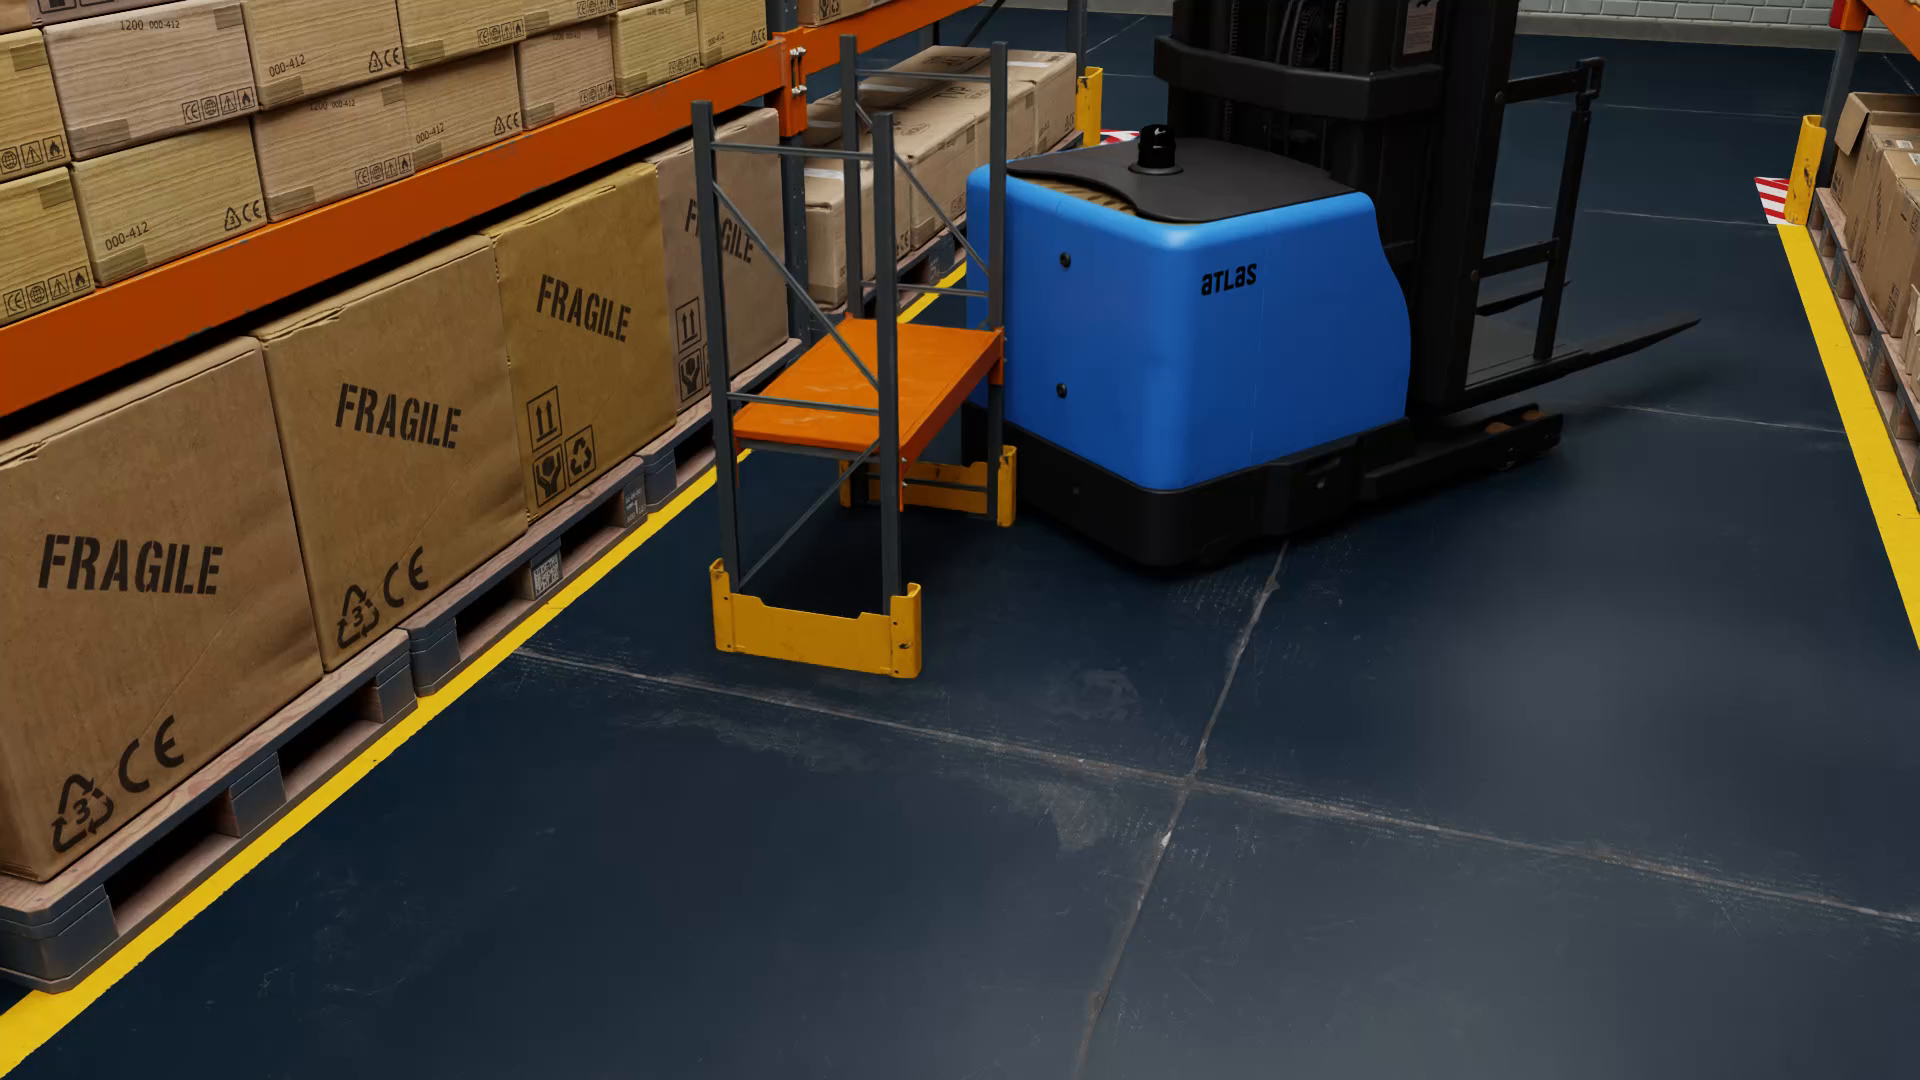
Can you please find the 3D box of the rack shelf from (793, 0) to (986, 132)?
[{"bbox_3d":[-0.416,-2.577,7.957,1.077,0.370,4.000,9,27,17],"label":"rack shelf"}]

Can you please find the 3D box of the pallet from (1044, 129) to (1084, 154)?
[{"bbox_3d":[0.057,-2.128,9.403,1.003,0.211,1.213,9,27,17],"label":"pallet"}]

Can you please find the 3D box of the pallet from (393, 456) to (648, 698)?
[{"bbox_3d":[-1.672,0.007,4.994,1.003,0.211,1.213,9,27,17],"label":"pallet"}]

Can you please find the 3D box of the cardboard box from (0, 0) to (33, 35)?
[{"bbox_3d":[-2.018,-1.098,2.813,0.500,0.500,0.500,8,27,16],"label":"cardboard box"}]

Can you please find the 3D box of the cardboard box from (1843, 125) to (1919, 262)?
[{"bbox_3d":[4.317,-1.485,7.263,0.700,0.500,0.500,10,28,20],"label":"cardboard box"}]

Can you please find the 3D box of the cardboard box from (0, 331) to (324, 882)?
[{"bbox_3d":[-2.104,0.060,3.640,0.875,0.875,0.875,8,27,17],"label":"cardboard box"}]

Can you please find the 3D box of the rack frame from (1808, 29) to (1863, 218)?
[{"bbox_3d":[4.932,-3.005,8.014,1.000,3.000,0.127,9,27,17],"label":"rack frame"}]

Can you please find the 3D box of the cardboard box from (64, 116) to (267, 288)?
[{"bbox_3d":[-1.858,-0.746,3.521,0.500,0.250,0.500,8,27,16],"label":"cardboard box"}]

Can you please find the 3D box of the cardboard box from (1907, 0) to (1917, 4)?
[{"bbox_3d":[4.088,-2.274,6.793,0.380,0.149,0.250,8,27,16],"label":"cardboard box"}]

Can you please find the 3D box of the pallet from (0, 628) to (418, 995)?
[{"bbox_3d":[-2.079,0.507,3.962,1.003,0.211,1.213,9,27,17],"label":"pallet"}]

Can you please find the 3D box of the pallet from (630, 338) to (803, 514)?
[{"bbox_3d":[-1.267,-0.496,6.033,1.003,0.211,1.213,9,27,17],"label":"pallet"}]

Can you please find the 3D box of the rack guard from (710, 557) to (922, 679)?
[{"bbox_3d":[-0.393,0.211,4.527,0.587,0.250,0.087,7,27,15],"label":"rack guard"}]

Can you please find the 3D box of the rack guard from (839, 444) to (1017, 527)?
[{"bbox_3d":[-0.108,-0.205,5.386,0.587,0.250,0.087,7,27,15],"label":"rack guard"}]

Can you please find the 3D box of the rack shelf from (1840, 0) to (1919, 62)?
[{"bbox_3d":[4.266,-1.859,6.473,1.077,0.370,4.000,9,27,17],"label":"rack shelf"}]

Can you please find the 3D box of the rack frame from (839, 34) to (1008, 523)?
[{"bbox_3d":[-0.107,-0.768,5.114,0.500,1.500,0.032,7,27,15],"label":"rack frame"}]

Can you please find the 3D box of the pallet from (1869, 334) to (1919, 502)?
[{"bbox_3d":[3.830,-0.388,5.809,1.003,0.211,1.213,9,27,17],"label":"pallet"}]

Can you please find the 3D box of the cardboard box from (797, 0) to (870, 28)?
[{"bbox_3d":[-0.678,-2.279,6.401,0.500,0.500,0.500,10,27,19],"label":"cardboard box"}]

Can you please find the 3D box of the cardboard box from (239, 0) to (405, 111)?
[{"bbox_3d":[-1.661,-1.181,3.845,0.500,0.250,0.500,9,27,17],"label":"cardboard box"}]

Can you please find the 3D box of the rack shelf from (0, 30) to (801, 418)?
[{"bbox_3d":[-1.747,-0.934,4.562,1.077,0.370,4.000,9,27,17],"label":"rack shelf"}]

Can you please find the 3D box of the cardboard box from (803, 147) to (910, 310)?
[{"bbox_3d":[-0.771,-1.358,7.070,0.875,0.438,0.875,8,27,17],"label":"cardboard box"}]

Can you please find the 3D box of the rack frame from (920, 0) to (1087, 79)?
[{"bbox_3d":[0.250,-3.723,9.497,1.000,3.000,0.127,9,27,17],"label":"rack frame"}]

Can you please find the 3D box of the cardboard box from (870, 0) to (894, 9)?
[{"bbox_3d":[-0.507,-2.485,6.826,0.500,0.500,0.500,9,27,18],"label":"cardboard box"}]

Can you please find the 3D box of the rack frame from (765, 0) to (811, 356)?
[{"bbox_3d":[-1.082,-2.079,6.102,1.000,3.000,0.127,9,27,17],"label":"rack frame"}]

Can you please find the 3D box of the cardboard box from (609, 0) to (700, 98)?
[{"bbox_3d":[-1.164,-1.582,5.247,0.500,0.250,0.500,8,27,17],"label":"cardboard box"}]

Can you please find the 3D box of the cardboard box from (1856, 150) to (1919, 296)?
[{"bbox_3d":[4.047,-1.283,6.844,0.500,0.500,0.500,9,27,18],"label":"cardboard box"}]

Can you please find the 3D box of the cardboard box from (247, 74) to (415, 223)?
[{"bbox_3d":[-1.678,-0.961,3.965,0.500,0.250,0.500,10,27,19],"label":"cardboard box"}]

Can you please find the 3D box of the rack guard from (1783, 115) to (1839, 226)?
[{"bbox_3d":[4.906,-1.849,8.494,1.175,0.500,0.348,9,27,17],"label":"rack guard"}]

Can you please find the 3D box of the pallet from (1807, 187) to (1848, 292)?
[{"bbox_3d":[4.642,-1.391,7.880,1.003,0.211,1.213,9,27,17],"label":"pallet"}]

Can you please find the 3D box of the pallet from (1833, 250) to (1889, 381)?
[{"bbox_3d":[4.234,-0.891,6.848,1.003,0.211,1.213,9,27,17],"label":"pallet"}]

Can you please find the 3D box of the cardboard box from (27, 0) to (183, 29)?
[{"bbox_3d":[-1.862,-1.303,3.237,0.500,0.500,0.500,9,27,18],"label":"cardboard box"}]

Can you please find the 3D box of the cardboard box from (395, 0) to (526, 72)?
[{"bbox_3d":[-1.479,-1.387,4.271,0.500,0.250,0.500,9,27,18],"label":"cardboard box"}]

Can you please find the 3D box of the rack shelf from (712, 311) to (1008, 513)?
[{"bbox_3d":[-0.253,-0.393,4.754,0.538,0.185,1.000,7,27,15],"label":"rack shelf"}]

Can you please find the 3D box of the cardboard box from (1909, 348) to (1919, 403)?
[{"bbox_3d":[3.509,-0.538,5.709,0.380,0.149,0.250,8,27,16],"label":"cardboard box"}]

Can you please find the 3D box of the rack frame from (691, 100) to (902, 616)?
[{"bbox_3d":[-0.398,-0.343,4.238,0.500,1.500,0.032,7,27,15],"label":"rack frame"}]

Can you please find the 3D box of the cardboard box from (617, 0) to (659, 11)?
[{"bbox_3d":[-1.158,-1.814,5.153,0.500,0.250,0.500,9,27,19],"label":"cardboard box"}]

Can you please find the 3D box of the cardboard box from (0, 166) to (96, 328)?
[{"bbox_3d":[-2.013,-0.533,3.080,0.500,0.250,0.500,8,27,17],"label":"cardboard box"}]

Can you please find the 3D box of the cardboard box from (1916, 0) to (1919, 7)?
[{"bbox_3d":[4.019,-2.163,6.564,0.380,0.149,0.250,9,27,19],"label":"cardboard box"}]

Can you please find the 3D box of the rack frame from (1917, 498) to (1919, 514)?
[{"bbox_3d":[3.600,-1.361,4.619,1.000,3.000,0.127,9,27,17],"label":"rack frame"}]

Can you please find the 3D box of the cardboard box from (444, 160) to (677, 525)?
[{"bbox_3d":[-1.506,-0.673,5.155,0.875,0.875,0.875,10,27,19],"label":"cardboard box"}]

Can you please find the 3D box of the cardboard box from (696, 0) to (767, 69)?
[{"bbox_3d":[-0.993,-1.791,5.679,0.500,0.250,0.500,8,27,16],"label":"cardboard box"}]

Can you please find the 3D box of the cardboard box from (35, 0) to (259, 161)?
[{"bbox_3d":[-1.838,-0.978,3.426,0.500,0.250,0.500,9,27,19],"label":"cardboard box"}]

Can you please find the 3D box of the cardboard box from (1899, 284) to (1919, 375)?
[{"bbox_3d":[3.628,-0.738,5.987,0.396,0.266,0.258,10,27,19],"label":"cardboard box"}]

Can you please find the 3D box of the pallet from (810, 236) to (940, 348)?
[{"bbox_3d":[-0.755,-1.125,7.332,1.003,0.211,1.213,9,27,17],"label":"pallet"}]

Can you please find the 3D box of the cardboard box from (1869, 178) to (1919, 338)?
[{"bbox_3d":[3.972,-1.059,6.381,0.700,0.500,0.500,8,27,15],"label":"cardboard box"}]

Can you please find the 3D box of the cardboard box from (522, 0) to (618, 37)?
[{"bbox_3d":[-1.325,-1.600,4.711,0.500,0.250,0.500,9,27,19],"label":"cardboard box"}]

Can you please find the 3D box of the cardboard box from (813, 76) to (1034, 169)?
[{"bbox_3d":[-0.172,-2.096,8.595,0.875,0.438,0.875,9,27,19],"label":"cardboard box"}]

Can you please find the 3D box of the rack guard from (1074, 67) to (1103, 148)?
[{"bbox_3d":[0.258,-2.608,10.063,1.175,0.500,0.348,9,27,17],"label":"rack guard"}]

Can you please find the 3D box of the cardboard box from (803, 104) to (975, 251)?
[{"bbox_3d":[-0.474,-1.726,7.830,0.875,0.438,0.875,8,27,16],"label":"cardboard box"}]

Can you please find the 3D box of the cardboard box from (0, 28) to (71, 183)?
[{"bbox_3d":[-2.011,-0.765,2.987,0.500,0.250,0.500,9,27,17],"label":"cardboard box"}]

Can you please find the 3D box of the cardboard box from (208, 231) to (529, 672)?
[{"bbox_3d":[-1.804,-0.306,4.396,0.875,0.875,0.875,9,27,18],"label":"cardboard box"}]

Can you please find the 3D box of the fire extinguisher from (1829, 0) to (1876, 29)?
[{"bbox_3d":[4.545,-2.930,8.375,0.296,0.674,0.183,9,27,17],"label":"fire extinguisher"}]

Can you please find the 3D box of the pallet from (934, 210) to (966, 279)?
[{"bbox_3d":[-0.350,-1.628,8.371,1.003,0.211,1.213,9,27,17],"label":"pallet"}]

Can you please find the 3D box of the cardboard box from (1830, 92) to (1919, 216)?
[{"bbox_3d":[4.639,-1.833,7.976,0.797,0.503,0.637,8,27,15],"label":"cardboard box"}]

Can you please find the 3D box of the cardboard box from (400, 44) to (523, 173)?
[{"bbox_3d":[-1.517,-1.164,4.385,0.500,0.250,0.500,9,27,17],"label":"cardboard box"}]

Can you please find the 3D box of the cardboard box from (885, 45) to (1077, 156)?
[{"bbox_3d":[0.124,-2.473,9.374,0.875,0.438,0.875,8,27,16],"label":"cardboard box"}]

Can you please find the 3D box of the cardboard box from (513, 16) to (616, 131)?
[{"bbox_3d":[-1.350,-1.377,4.824,0.500,0.250,0.500,8,27,16],"label":"cardboard box"}]

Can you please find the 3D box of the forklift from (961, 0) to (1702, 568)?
[{"bbox_3d":[1.498,-1.728,5.455,3.031,2.935,1.130,-17,31,-32],"label":"forklift"}]

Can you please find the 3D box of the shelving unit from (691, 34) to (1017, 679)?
[{"bbox_3d":[-0.250,-0.559,4.684,0.587,1.500,1.083,7,27,15],"label":"shelving unit"}]

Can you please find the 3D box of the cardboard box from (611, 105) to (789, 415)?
[{"bbox_3d":[-1.212,-1.046,5.924,0.875,0.875,0.875,10,27,19],"label":"cardboard box"}]
